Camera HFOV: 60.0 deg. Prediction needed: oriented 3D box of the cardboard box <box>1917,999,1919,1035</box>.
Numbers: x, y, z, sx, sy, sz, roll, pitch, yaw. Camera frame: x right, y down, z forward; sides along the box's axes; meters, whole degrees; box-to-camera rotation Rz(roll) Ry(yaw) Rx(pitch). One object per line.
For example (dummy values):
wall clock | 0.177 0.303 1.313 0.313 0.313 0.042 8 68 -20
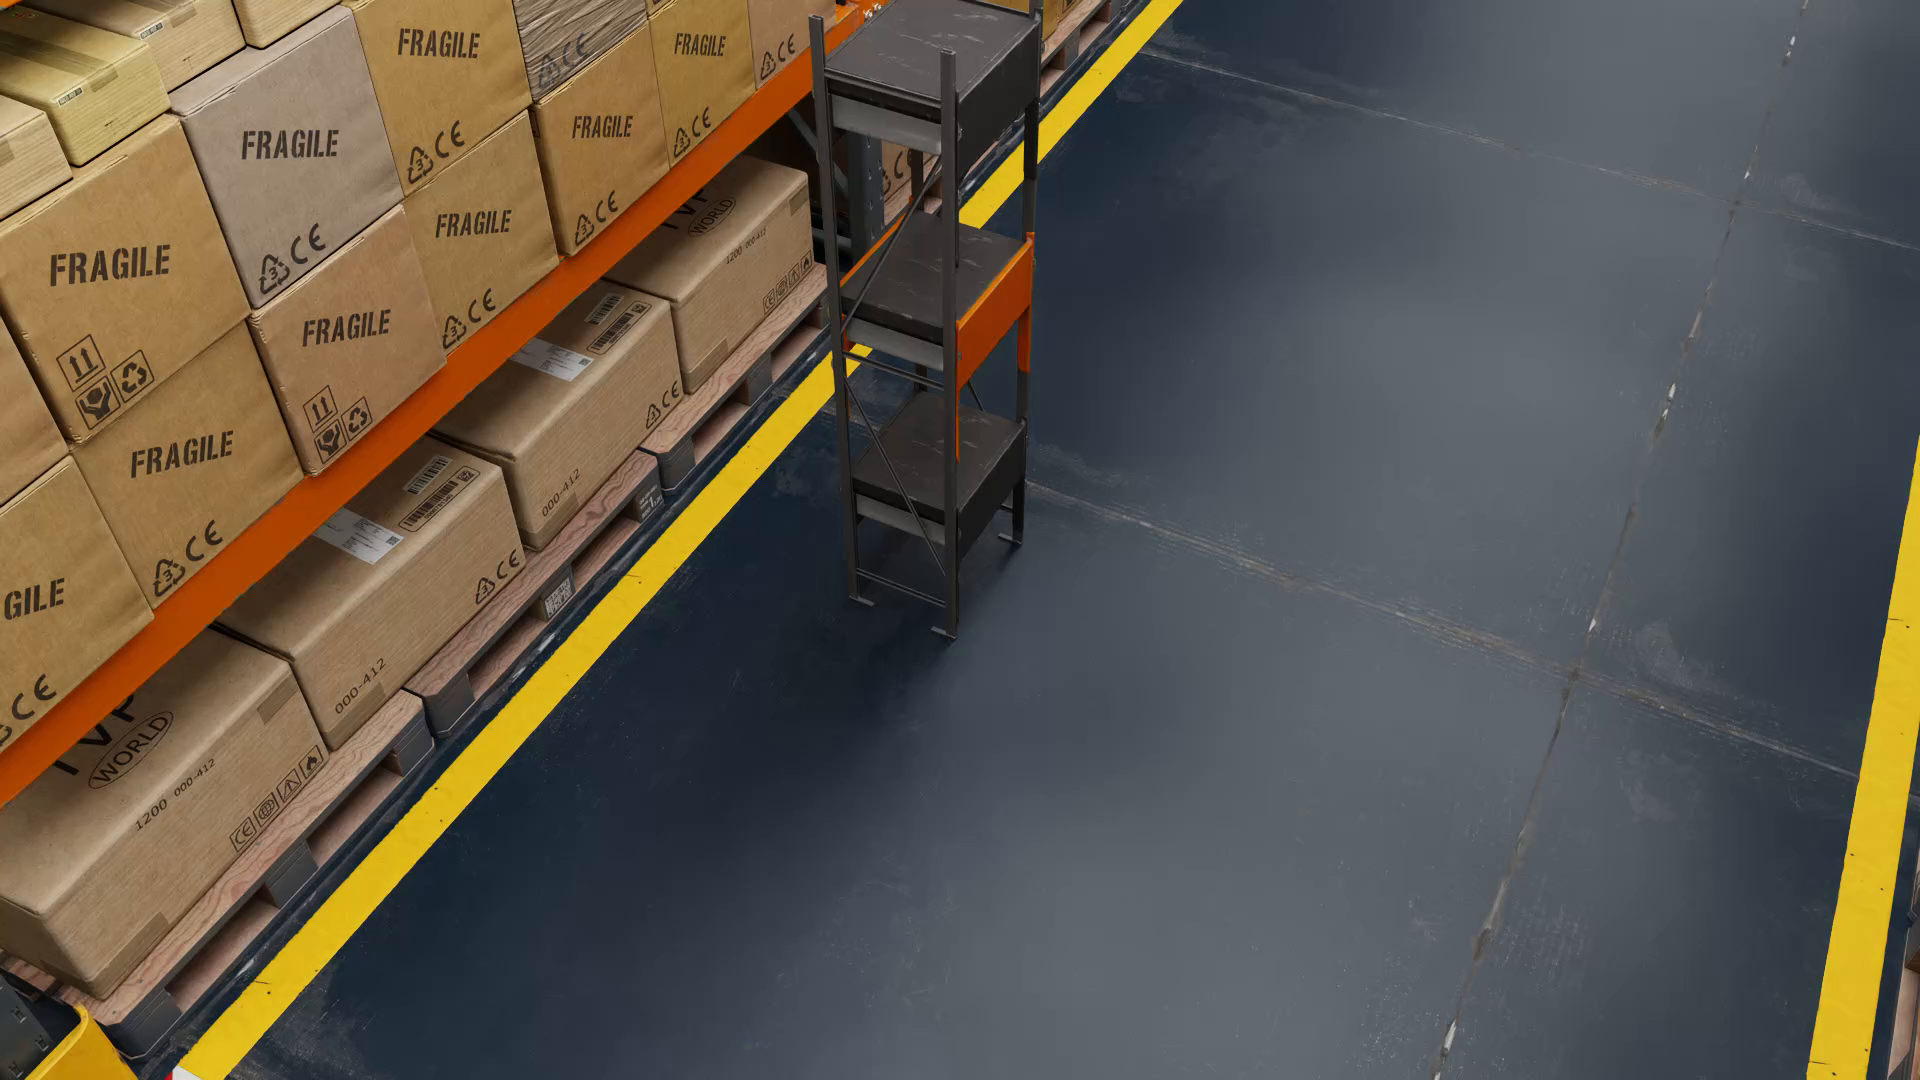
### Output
cardboard box | 2.647 1.181 4.182 0.380 0.149 0.250 19 48 18

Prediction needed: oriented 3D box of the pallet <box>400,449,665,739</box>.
pallet | -1.752 0.007 5.595 1.003 0.211 1.213 20 49 19

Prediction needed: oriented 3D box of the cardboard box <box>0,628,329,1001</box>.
cardboard box | -2.403 0.626 4.528 0.875 0.438 0.875 19 48 18

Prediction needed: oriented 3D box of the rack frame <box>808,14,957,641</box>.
rack frame | -0.190 -0.480 4.748 0.400 2.100 0.015 20 49 19

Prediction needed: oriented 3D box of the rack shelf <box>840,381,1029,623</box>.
rack shelf | -0.077 -0.132 5.408 0.431 0.518 0.480 20 49 19

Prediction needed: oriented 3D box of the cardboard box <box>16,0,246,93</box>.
cardboard box | -1.749 -1.094 3.493 0.380 0.149 0.250 21 49 19

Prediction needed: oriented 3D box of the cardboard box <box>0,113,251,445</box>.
cardboard box | -1.912 -0.601 3.461 0.500 0.500 0.500 19 48 18

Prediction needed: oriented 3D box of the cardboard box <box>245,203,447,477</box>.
cardboard box | -1.682 -0.563 4.127 0.500 0.500 0.500 20 49 19

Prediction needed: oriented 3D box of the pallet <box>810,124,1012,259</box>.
pallet | -0.473 -1.729 7.310 1.003 0.211 1.213 20 49 19

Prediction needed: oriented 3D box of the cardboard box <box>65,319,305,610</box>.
cardboard box | -1.934 -0.249 3.816 0.500 0.500 0.500 20 49 19

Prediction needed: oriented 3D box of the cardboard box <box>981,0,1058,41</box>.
cardboard box | -0.135 -2.587 7.397 0.875 0.875 0.875 22 49 20

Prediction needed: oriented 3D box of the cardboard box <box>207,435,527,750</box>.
cardboard box | -1.986 0.047 5.101 0.875 0.438 0.875 22 49 20

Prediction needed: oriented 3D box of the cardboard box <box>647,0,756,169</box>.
cardboard box | -0.987 -1.530 5.083 0.500 0.500 0.500 19 48 18

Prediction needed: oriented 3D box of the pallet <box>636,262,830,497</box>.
pallet | -1.187 -0.764 6.357 1.003 0.211 1.213 20 49 19

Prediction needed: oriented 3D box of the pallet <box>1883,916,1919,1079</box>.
pallet | 2.821 1.559 4.060 1.003 0.211 1.213 20 49 19

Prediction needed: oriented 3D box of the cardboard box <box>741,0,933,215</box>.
cardboard box | -0.547 -2.016 6.832 0.875 0.875 0.875 22 49 20

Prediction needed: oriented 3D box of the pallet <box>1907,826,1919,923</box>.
pallet | 3.387 0.788 4.823 1.003 0.211 1.213 20 49 19

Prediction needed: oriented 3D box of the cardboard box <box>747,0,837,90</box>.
cardboard box | -0.753 -1.856 5.405 0.500 0.500 0.500 21 49 19

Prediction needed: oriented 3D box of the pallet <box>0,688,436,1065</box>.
pallet | -2.319 0.773 4.838 1.003 0.211 1.213 20 49 19

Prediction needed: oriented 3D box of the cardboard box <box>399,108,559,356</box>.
cardboard box | -1.464 -0.884 4.445 0.500 0.500 0.500 22 49 20

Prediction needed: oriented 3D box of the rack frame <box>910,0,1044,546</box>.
rack frame | 0.036 -0.788 5.052 0.400 2.100 0.015 20 49 19

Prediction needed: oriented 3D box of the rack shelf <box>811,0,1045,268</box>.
rack shelf | -0.077 -1.116 4.412 0.431 0.518 0.480 20 49 19

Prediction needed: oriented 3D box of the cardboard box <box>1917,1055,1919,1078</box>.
cardboard box | 2.510 1.220 3.936 0.380 0.149 0.250 21 49 19

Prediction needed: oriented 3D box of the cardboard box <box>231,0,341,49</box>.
cardboard box | -1.596 -1.237 3.634 0.380 0.149 0.250 21 49 19

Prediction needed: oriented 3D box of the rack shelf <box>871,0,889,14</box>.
rack shelf | 0.164 -3.205 7.314 1.077 0.370 4.000 20 49 19

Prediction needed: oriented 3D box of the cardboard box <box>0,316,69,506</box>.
cardboard box | -2.146 -0.273 3.137 0.500 0.500 0.500 19 48 18

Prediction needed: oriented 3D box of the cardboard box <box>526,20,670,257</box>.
cardboard box | -1.208 -1.209 4.765 0.500 0.500 0.500 20 49 18

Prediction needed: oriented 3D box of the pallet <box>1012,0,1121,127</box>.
pallet | 0.092 -2.500 8.072 1.003 0.211 1.213 20 49 19

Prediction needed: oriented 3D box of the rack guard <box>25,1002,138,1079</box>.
rack guard | -2.632 1.216 4.197 1.175 0.500 0.348 20 49 19

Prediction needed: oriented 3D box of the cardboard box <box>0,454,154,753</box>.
cardboard box | -2.144 0.079 3.492 0.500 0.500 0.500 20 49 19

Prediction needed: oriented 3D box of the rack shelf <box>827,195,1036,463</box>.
rack shelf | -0.077 -0.624 4.910 0.431 0.518 0.480 20 49 19

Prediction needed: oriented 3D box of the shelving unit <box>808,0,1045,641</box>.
shelving unit | -0.077 -0.634 4.900 0.431 2.100 0.503 20 49 19

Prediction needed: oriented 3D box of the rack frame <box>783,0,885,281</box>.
rack frame | -0.764 -2.198 5.813 1.000 3.000 0.127 20 49 19

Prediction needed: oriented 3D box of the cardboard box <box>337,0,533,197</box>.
cardboard box | -1.449 -1.242 4.095 0.500 0.500 0.500 21 49 19

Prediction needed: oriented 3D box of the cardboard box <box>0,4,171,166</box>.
cardboard box | -1.824 -0.911 3.312 0.380 0.149 0.250 19 48 18

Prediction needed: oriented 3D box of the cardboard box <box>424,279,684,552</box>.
cardboard box | -1.566 -0.521 5.662 0.875 0.438 0.875 19 48 18

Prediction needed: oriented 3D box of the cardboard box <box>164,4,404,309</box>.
cardboard box | -1.680 -0.928 3.784 0.500 0.500 0.500 20 49 19

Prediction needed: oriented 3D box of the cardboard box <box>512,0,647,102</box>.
cardboard box | -1.209 -1.555 4.405 0.500 0.500 0.500 21 49 20

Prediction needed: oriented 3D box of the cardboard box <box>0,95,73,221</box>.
cardboard box | -1.930 -0.739 3.142 0.380 0.149 0.250 22 49 20

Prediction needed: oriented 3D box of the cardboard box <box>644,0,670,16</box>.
cardboard box | -0.981 -1.879 4.725 0.500 0.500 0.500 20 49 18

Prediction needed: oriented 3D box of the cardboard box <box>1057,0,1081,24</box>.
cardboard box | 0.281 -3.150 7.953 0.875 0.875 0.875 21 49 20

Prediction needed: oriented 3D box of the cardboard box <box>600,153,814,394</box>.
cardboard box | -1.151 -1.085 6.219 0.875 0.438 0.875 20 49 19

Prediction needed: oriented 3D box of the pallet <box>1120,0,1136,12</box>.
pallet | 0.660 -3.266 8.829 1.003 0.211 1.213 20 49 19

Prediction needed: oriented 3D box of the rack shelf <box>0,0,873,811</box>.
rack shelf | -1.693 -0.685 4.824 1.077 0.370 4.000 20 49 19
